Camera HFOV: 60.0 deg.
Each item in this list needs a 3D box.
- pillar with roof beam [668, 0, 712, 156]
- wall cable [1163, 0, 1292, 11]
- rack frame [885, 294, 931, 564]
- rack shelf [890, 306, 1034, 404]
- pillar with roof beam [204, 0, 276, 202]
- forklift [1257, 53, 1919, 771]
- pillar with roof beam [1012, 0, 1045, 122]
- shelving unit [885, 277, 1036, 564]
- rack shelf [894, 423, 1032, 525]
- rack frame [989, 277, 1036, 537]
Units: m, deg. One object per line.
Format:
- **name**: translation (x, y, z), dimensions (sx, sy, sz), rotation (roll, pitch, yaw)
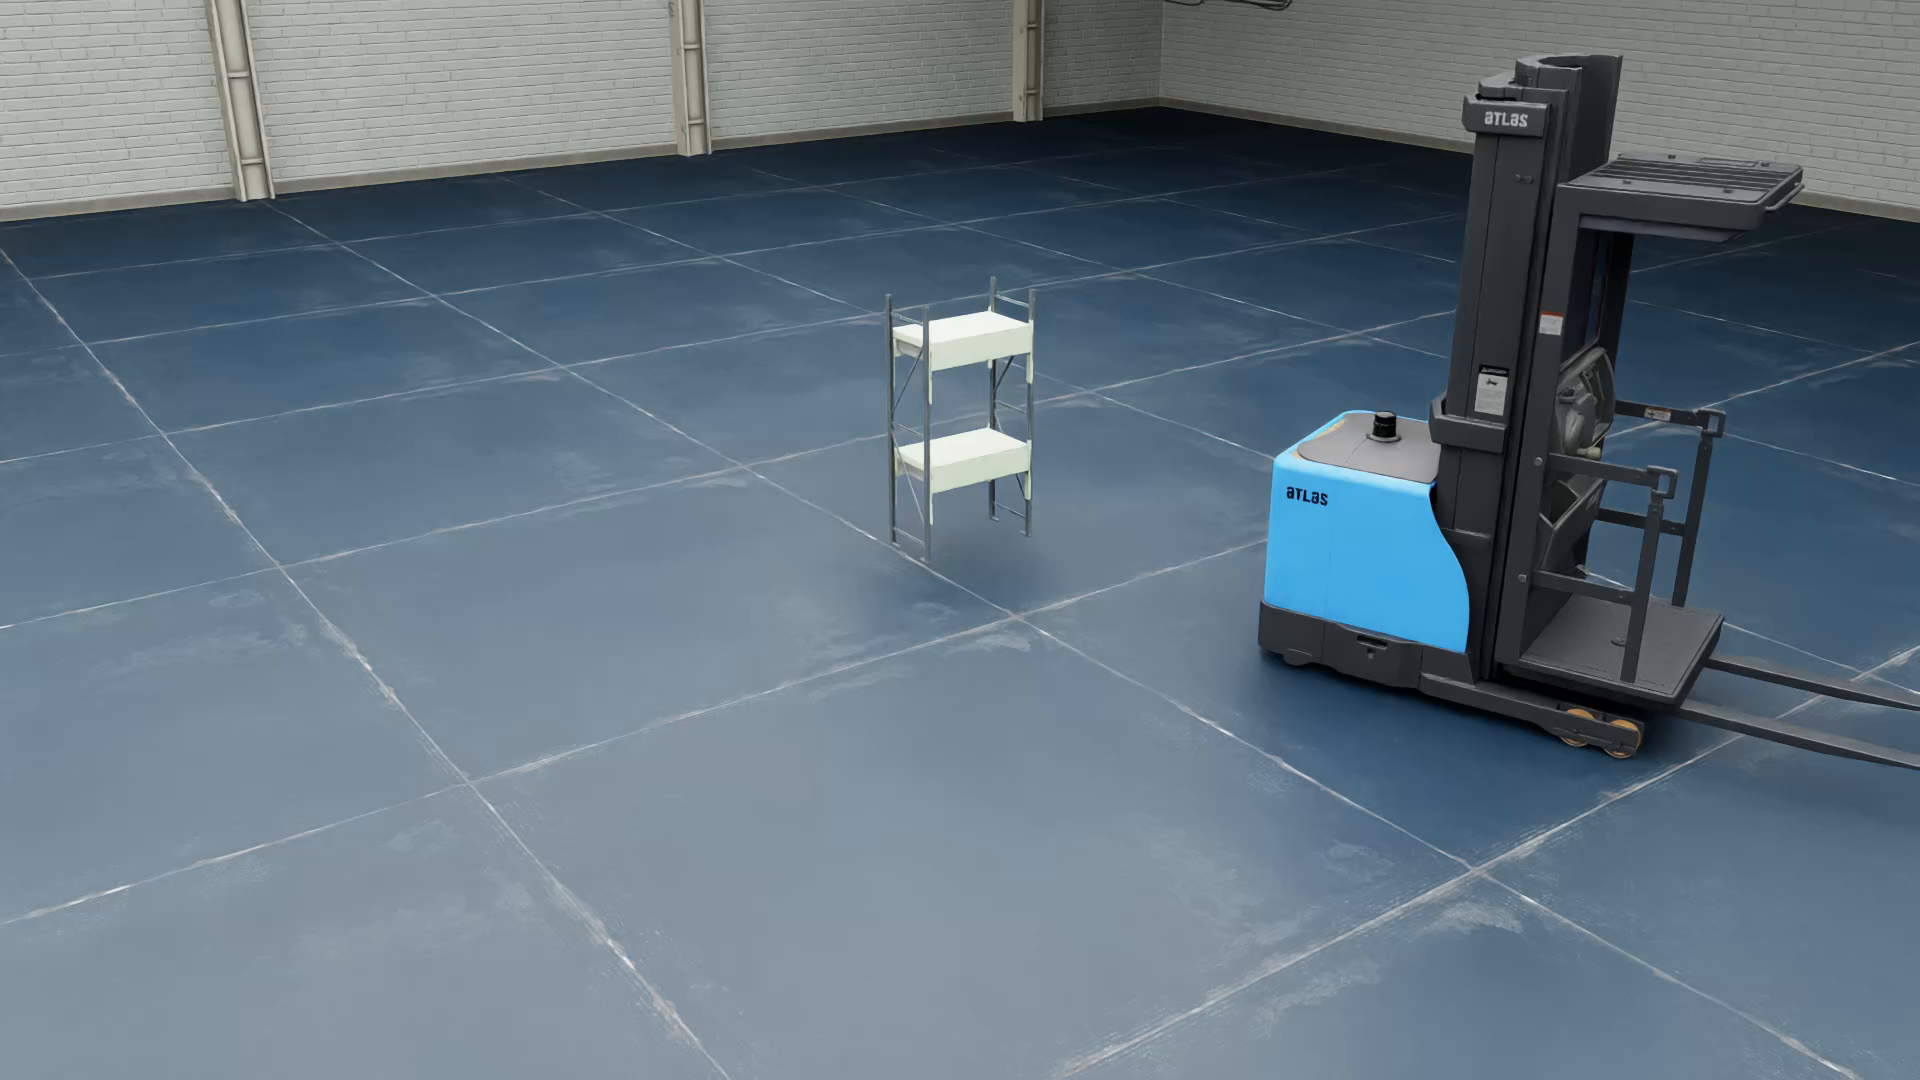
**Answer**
- **pillar with roof beam**: translation (-1.264, -8.382, 18.760), dimensions (0.400, 9.000, 9.100), rotation (-15, 26, -33)
- **wall cable**: translation (4.256, -9.773, 26.436), dimensions (0.112, 2.526, 3.097), rotation (-15, 26, -33)
- **rack frame**: translation (-0.292, -0.619, 9.424), dimensions (0.023, 1.500, 0.400), rotation (-15, 26, -33)
- **rack shelf**: translation (0.005, -1.061, 9.477), dimensions (0.720, 0.370, 0.431), rotation (-15, 26, -33)
- **pillar with roof beam**: translation (-6.134, -7.083, 15.505), dimensions (0.400, 9.000, 9.100), rotation (-15, 26, -33)
- **forklift**: translation (3.010, -0.609, 7.468), dimensions (3.031, 2.935, 1.130), rotation (14, 26, 31)
- **pillar with roof beam**: translation (3.607, -9.681, 22.014), dimensions (0.400, 9.000, 9.100), rotation (-15, 26, -33)
- **shelving unit**: translation (0.005, -0.698, 9.622), dimensions (0.755, 1.500, 0.431), rotation (-15, 26, -33)
- **rack shelf**: translation (0.005, -0.395, 9.743), dimensions (0.720, 0.370, 0.431), rotation (-15, 26, -33)
- **rack frame**: translation (0.303, -0.777, 9.821), dimensions (0.023, 1.500, 0.400), rotation (-15, 26, -33)
